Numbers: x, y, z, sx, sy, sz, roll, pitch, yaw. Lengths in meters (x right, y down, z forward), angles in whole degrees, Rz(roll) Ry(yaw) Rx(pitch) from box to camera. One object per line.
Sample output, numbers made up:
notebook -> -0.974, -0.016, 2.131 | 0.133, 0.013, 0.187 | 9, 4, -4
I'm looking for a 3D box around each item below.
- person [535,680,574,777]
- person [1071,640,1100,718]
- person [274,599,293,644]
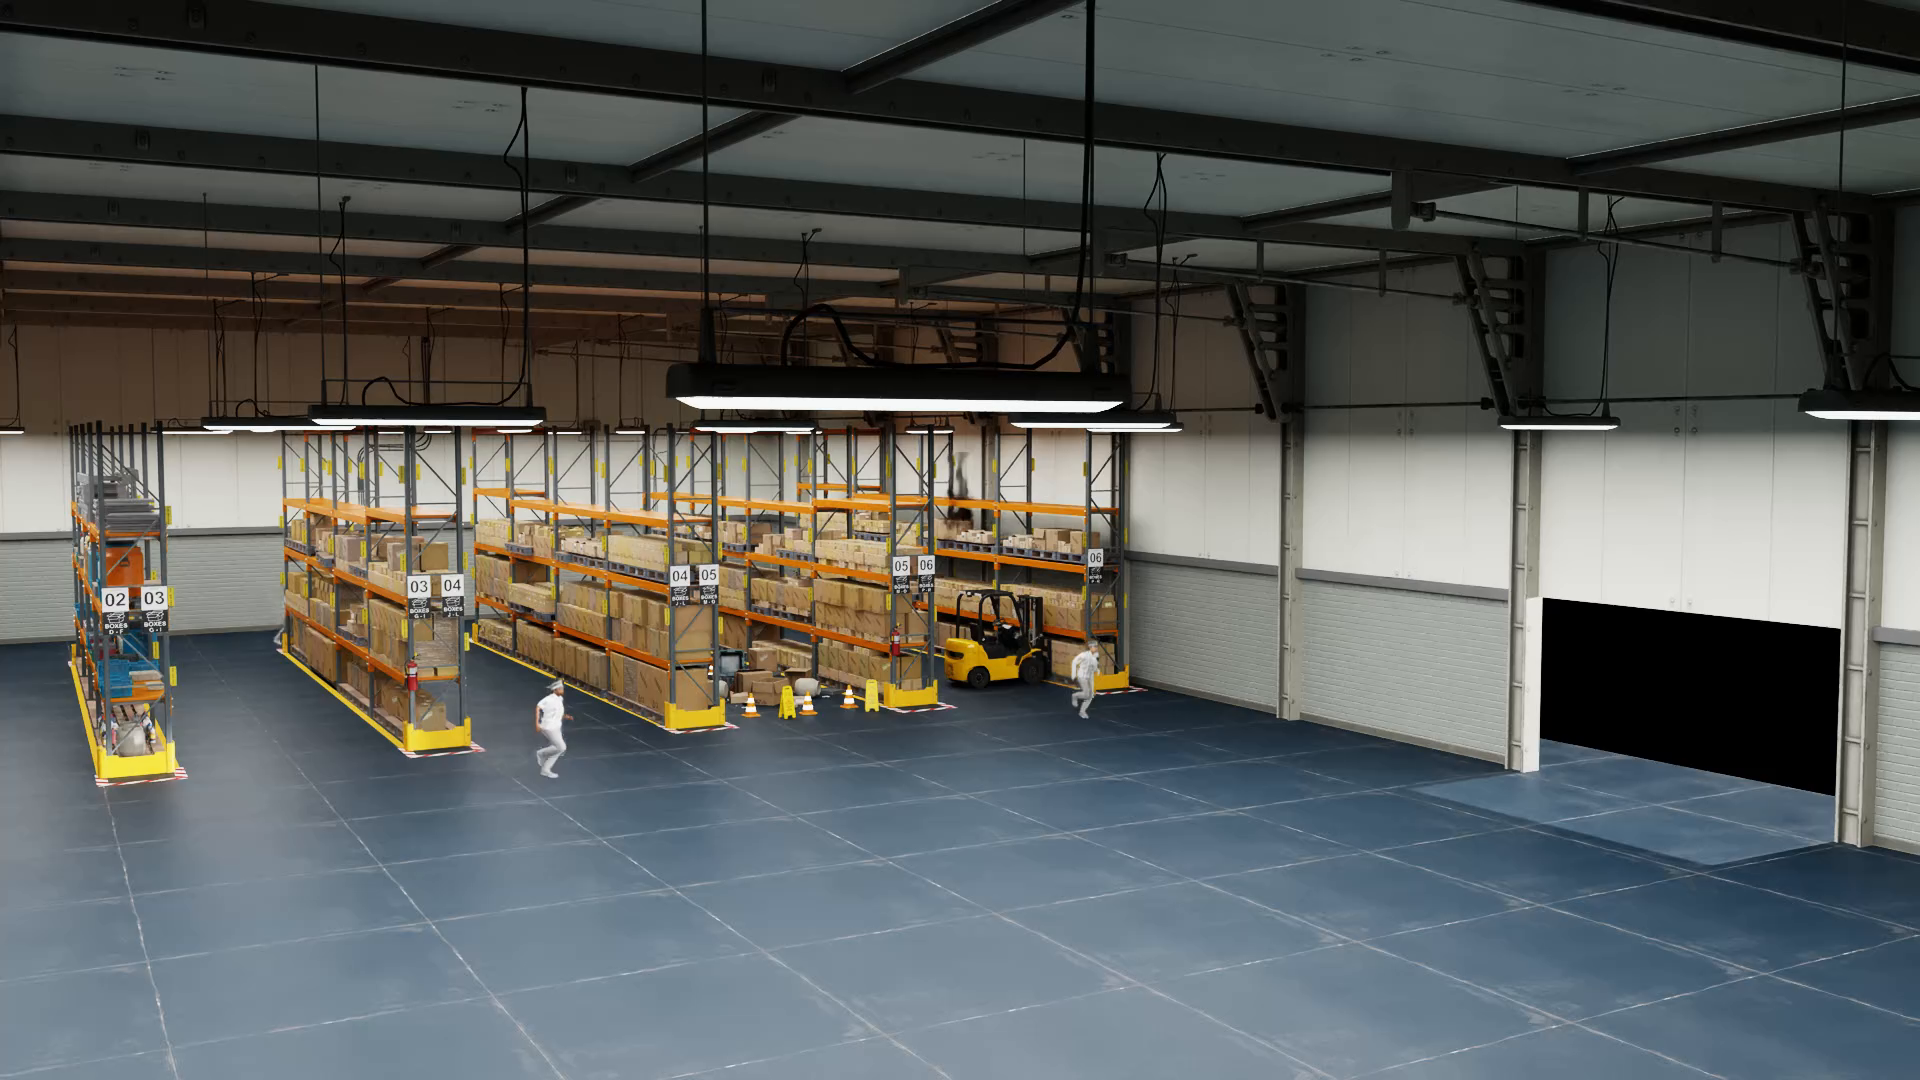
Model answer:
person -> -6.826, 3.179, 28.031 | 0.625, 1.648, 0.617 | 1, 4, 13
person -> 2.574, 2.833, 34.058 | 0.608, 1.620, 0.691 | -3, 5, -42
person -> -18.363, 2.116, 45.437 | 0.794, 1.616, 0.542 | -1, 4, -12
